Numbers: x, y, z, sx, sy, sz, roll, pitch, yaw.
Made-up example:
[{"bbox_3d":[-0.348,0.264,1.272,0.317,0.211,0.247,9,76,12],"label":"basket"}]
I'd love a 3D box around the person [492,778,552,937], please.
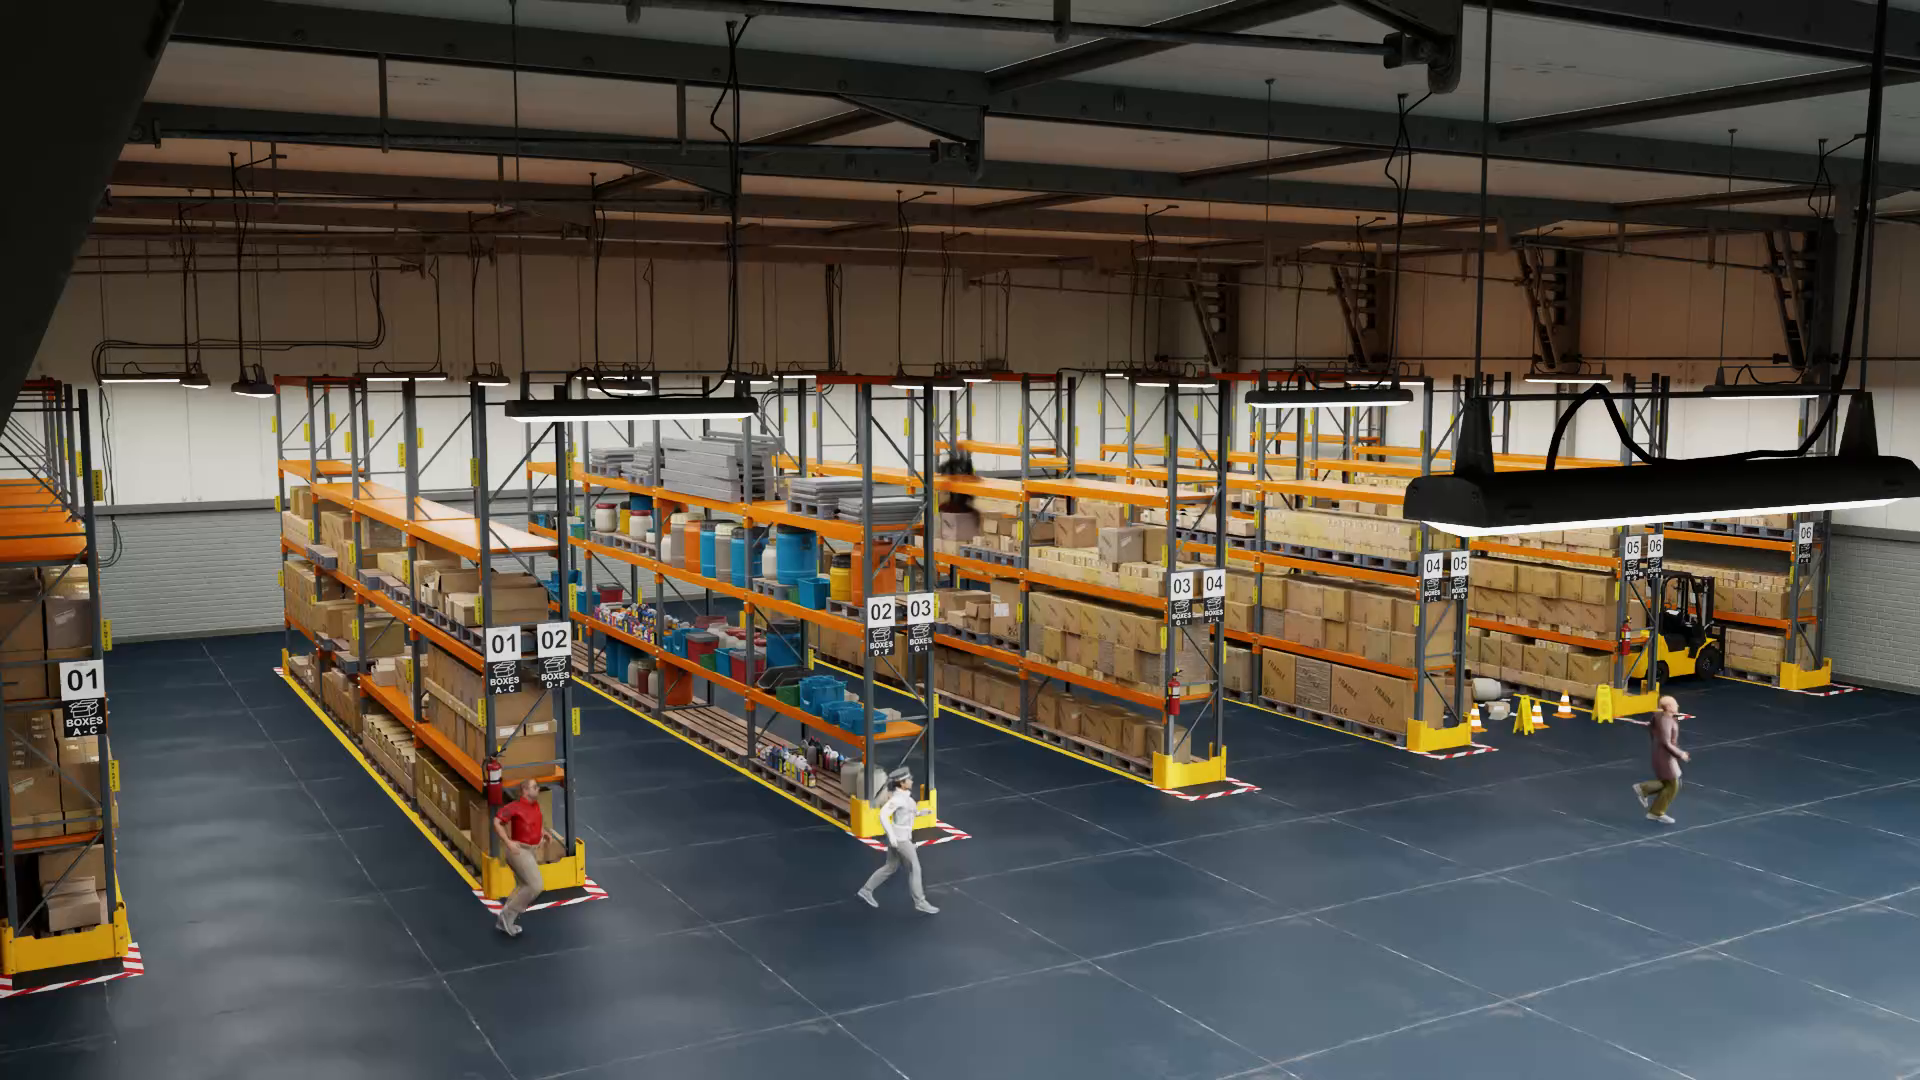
[{"bbox_3d":[-4.817,3.484,18.426,0.615,1.676,0.712,1,6,7],"label":"person"}]

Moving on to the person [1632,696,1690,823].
[{"bbox_3d":[9.596,2.993,22.757,0.702,1.751,0.736,2,6,16],"label":"person"}]

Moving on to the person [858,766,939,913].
[{"bbox_3d":[-0.705,3.406,18.870,0.926,1.694,0.581,0,6,-4],"label":"person"}]
